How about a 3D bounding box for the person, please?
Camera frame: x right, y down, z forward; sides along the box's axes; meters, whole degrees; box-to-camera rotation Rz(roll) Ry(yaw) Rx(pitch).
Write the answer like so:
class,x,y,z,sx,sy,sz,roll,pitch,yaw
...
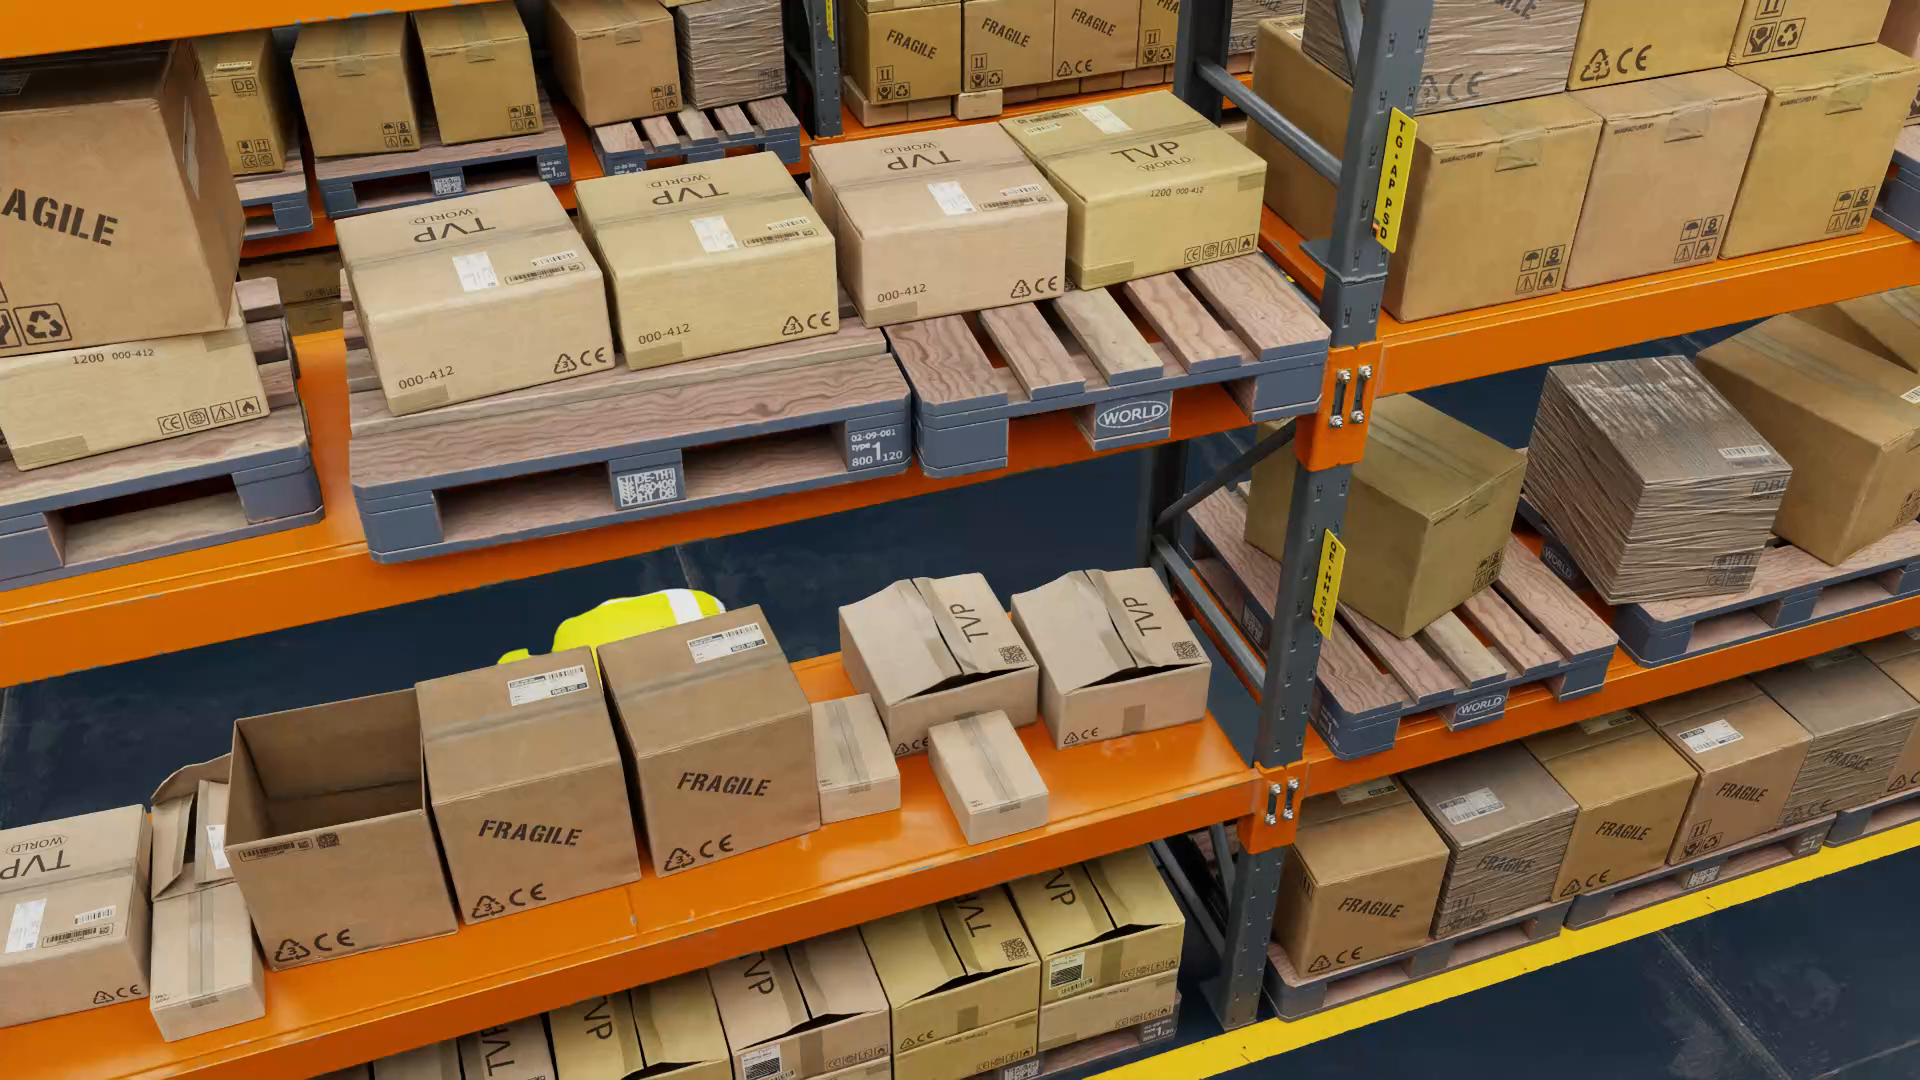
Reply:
class,x,y,z,sx,sy,sz,roll,pitch,yaw
person,-1.353,0.646,6.711,0.980,0.845,0.515,-14,40,-17
